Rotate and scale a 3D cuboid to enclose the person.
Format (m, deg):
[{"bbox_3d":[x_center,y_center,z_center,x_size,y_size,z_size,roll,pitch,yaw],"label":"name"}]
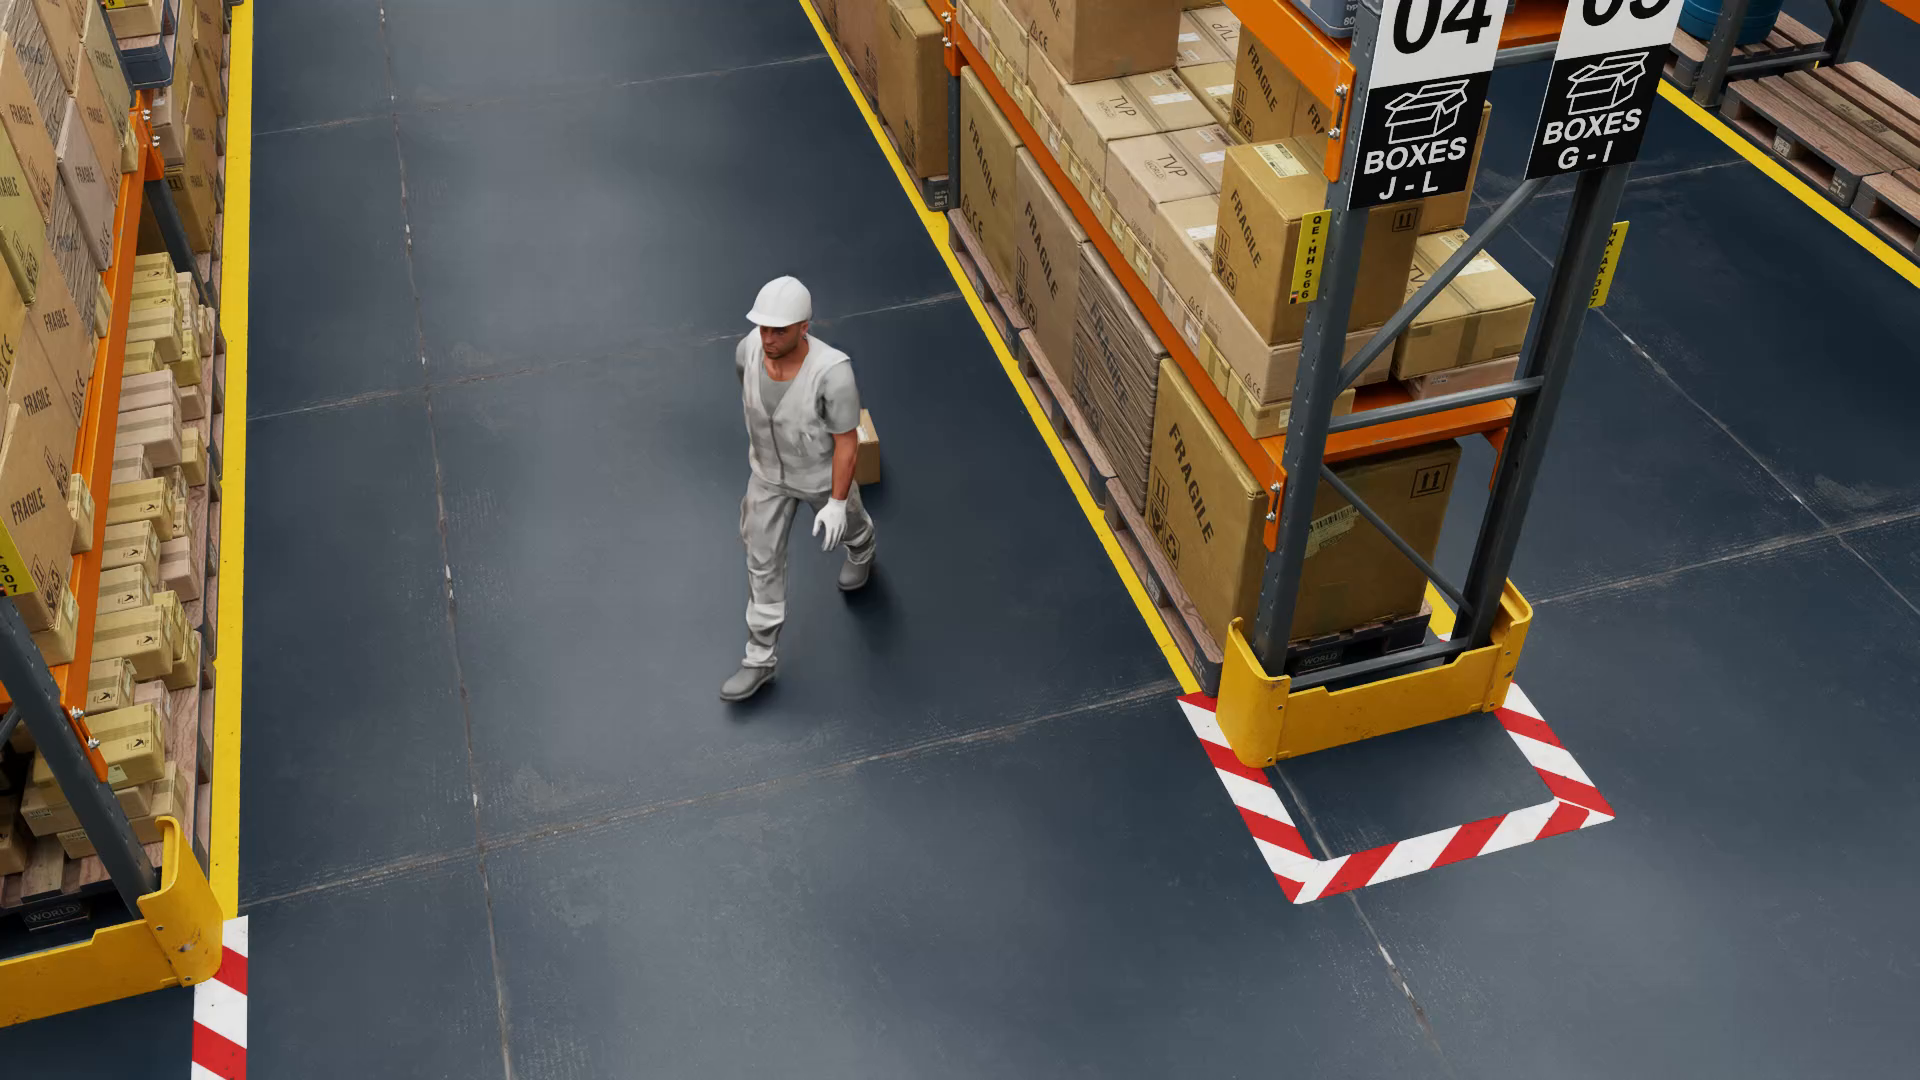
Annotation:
[{"bbox_3d":[-0.640,-0.250,6.429,0.568,1.741,1.066,14,44,15],"label":"person"}]
